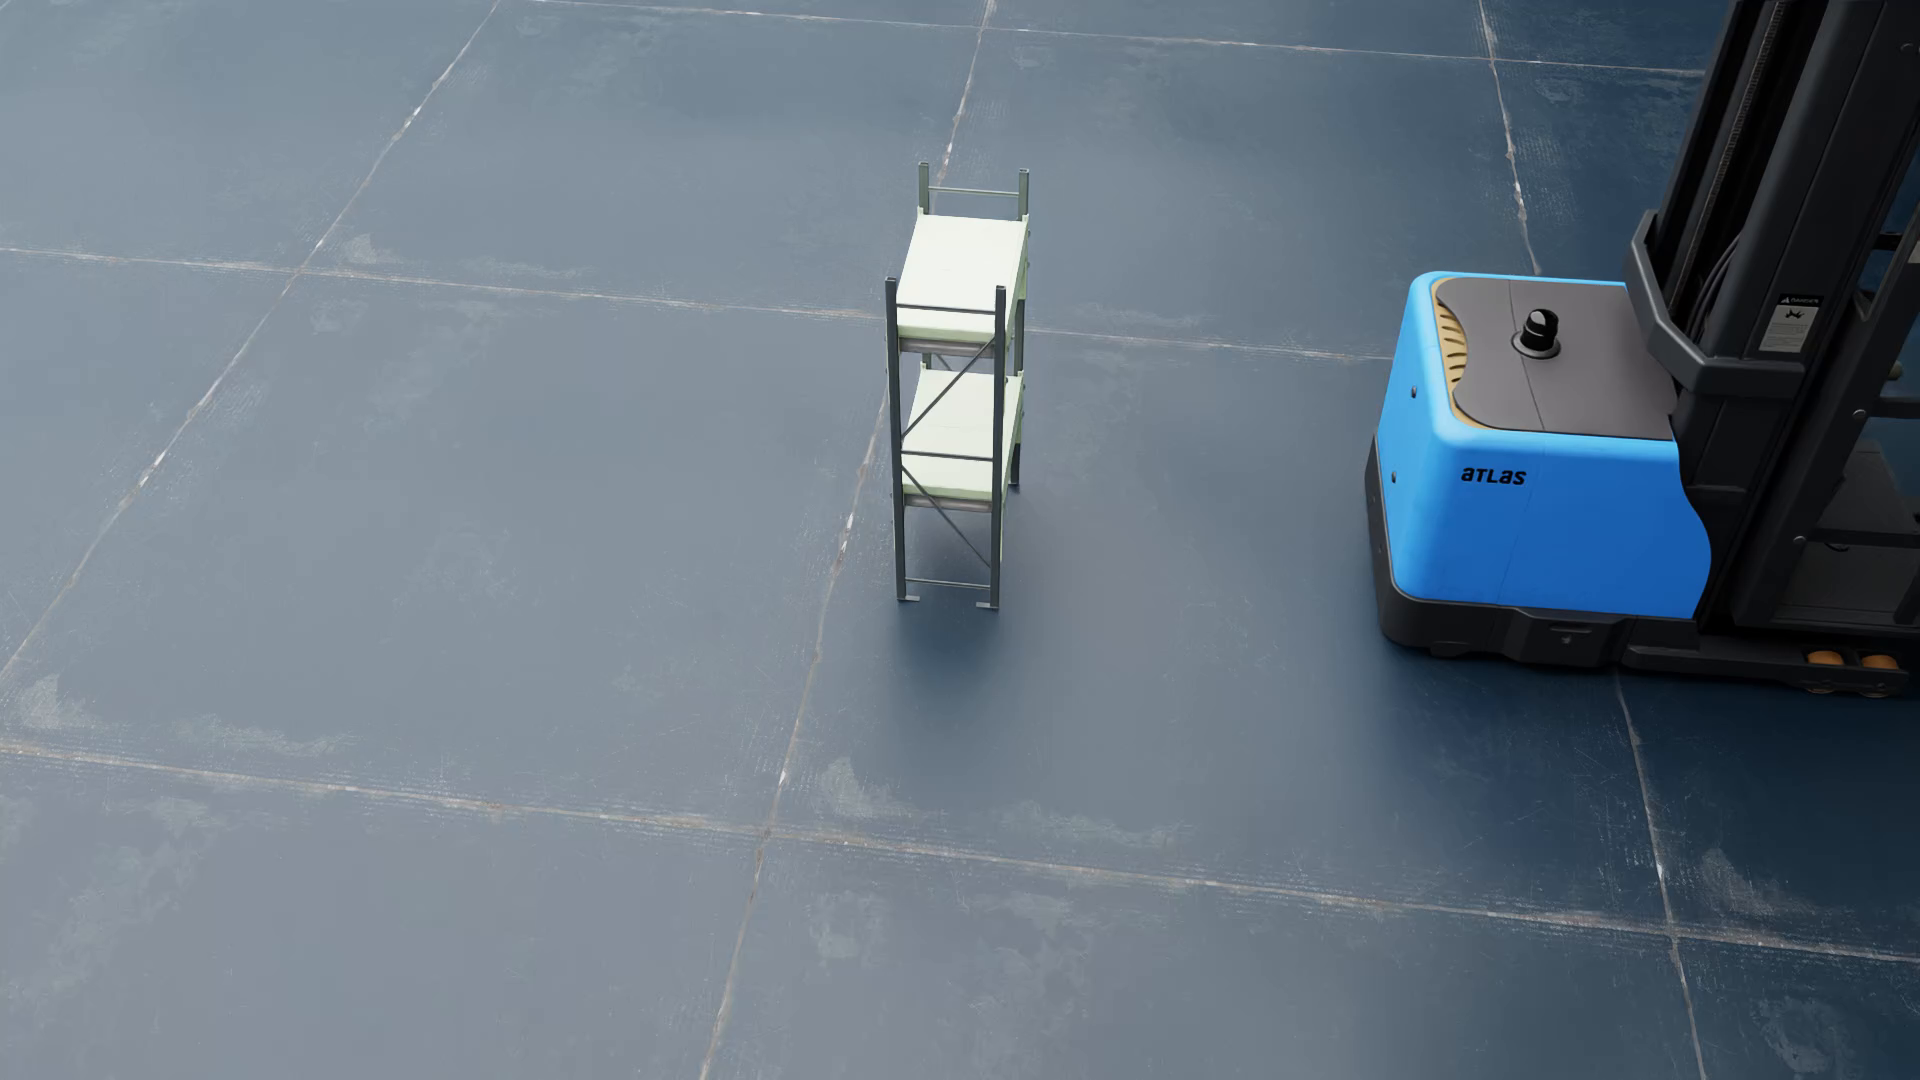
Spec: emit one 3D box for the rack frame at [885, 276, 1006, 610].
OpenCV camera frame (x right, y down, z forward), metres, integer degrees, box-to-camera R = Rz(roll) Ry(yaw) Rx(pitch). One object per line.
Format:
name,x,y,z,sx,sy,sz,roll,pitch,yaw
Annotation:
rack frame,-0.048,-0.300,5.976,0.400,1.500,0.023,5,44,6

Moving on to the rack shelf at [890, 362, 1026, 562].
rack shelf,0.001,-0.312,6.463,0.431,0.370,0.720,5,44,6

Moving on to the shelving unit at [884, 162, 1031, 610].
shelving unit,0.001,-0.549,6.239,0.431,1.500,0.755,5,44,6

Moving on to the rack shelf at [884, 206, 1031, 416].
rack shelf,0.001,-0.833,5.971,0.431,0.370,0.720,5,44,6

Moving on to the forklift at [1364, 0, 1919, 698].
forklift,3.143,-0.870,5.537,3.031,2.935,1.130,4,44,4

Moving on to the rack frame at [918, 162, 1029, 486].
rack frame,0.049,-0.799,6.503,0.400,1.500,0.023,5,44,6
